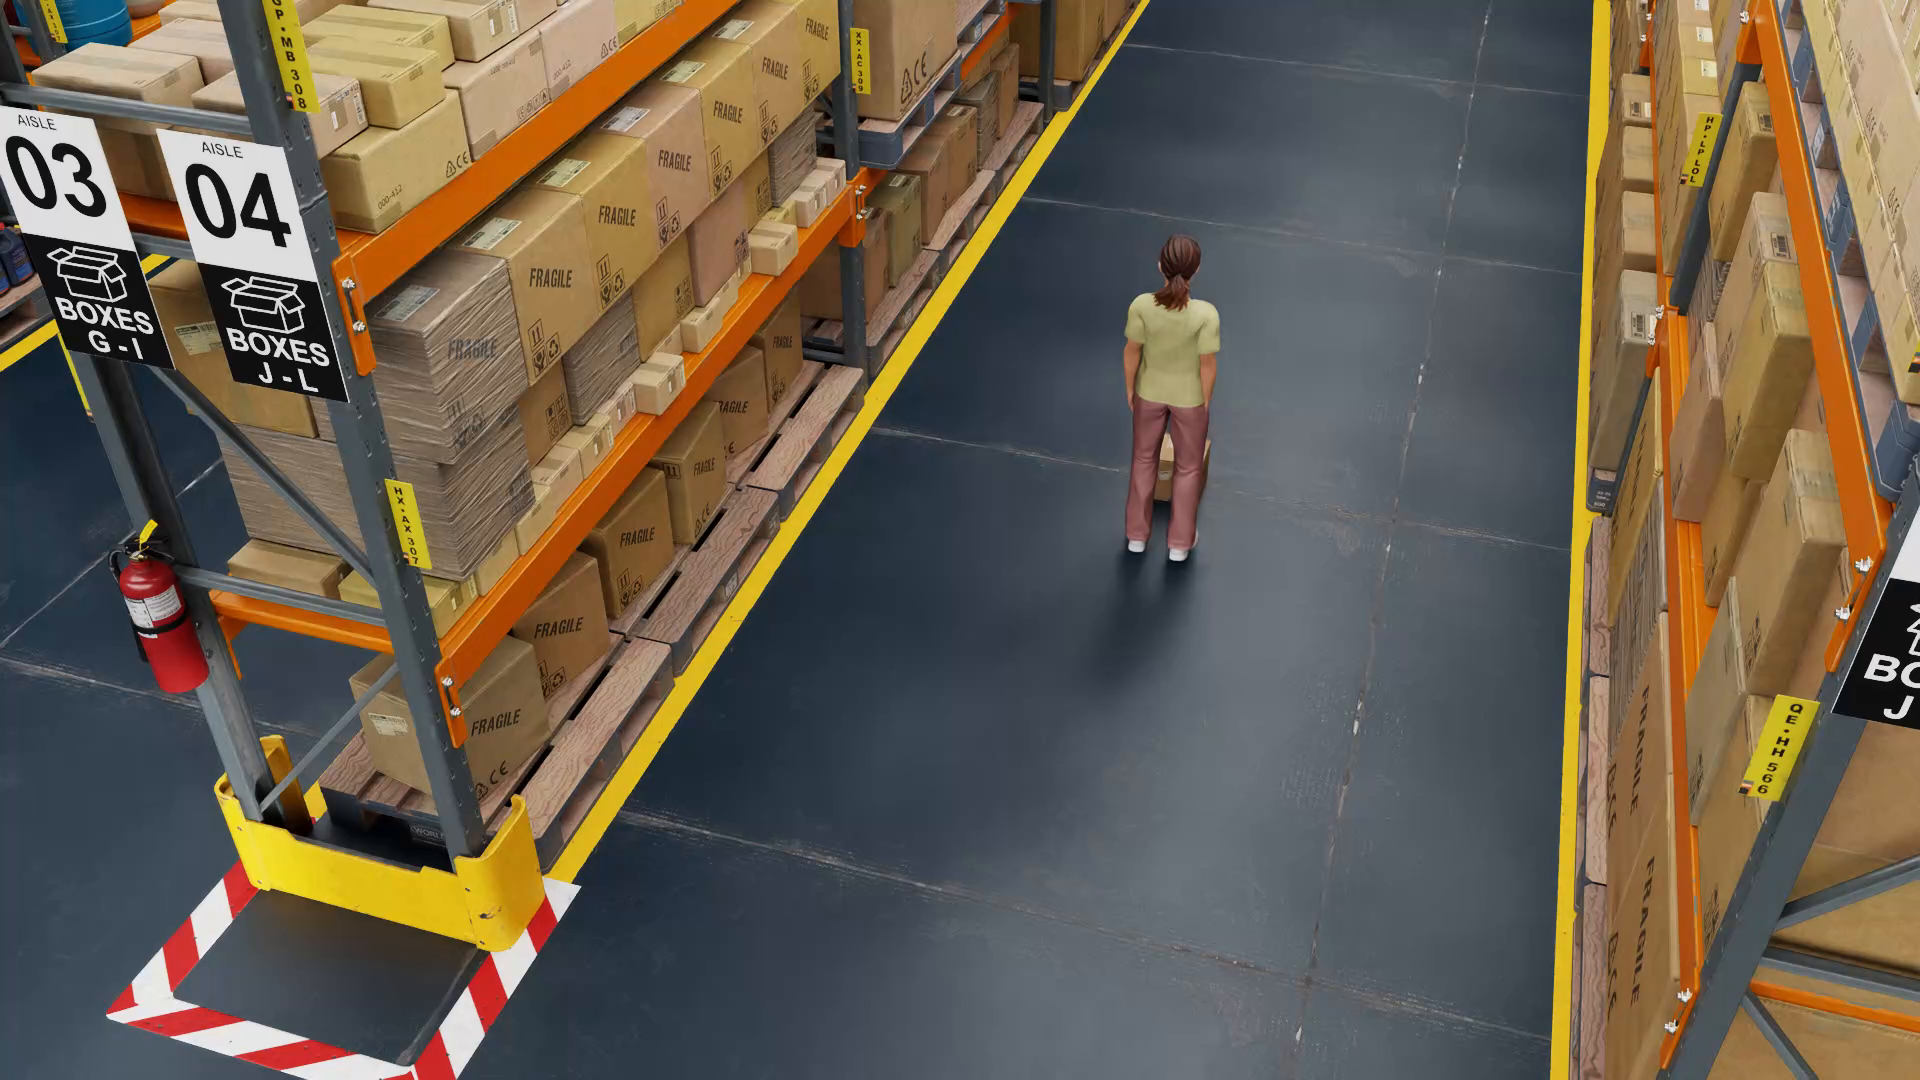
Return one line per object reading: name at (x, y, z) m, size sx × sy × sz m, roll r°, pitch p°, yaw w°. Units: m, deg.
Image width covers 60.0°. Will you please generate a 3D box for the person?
person at (0.970, -0.649, 7.759) m, size 0.443 × 1.680 × 0.362 m, roll 12°, pitch 39°, yaw 15°
